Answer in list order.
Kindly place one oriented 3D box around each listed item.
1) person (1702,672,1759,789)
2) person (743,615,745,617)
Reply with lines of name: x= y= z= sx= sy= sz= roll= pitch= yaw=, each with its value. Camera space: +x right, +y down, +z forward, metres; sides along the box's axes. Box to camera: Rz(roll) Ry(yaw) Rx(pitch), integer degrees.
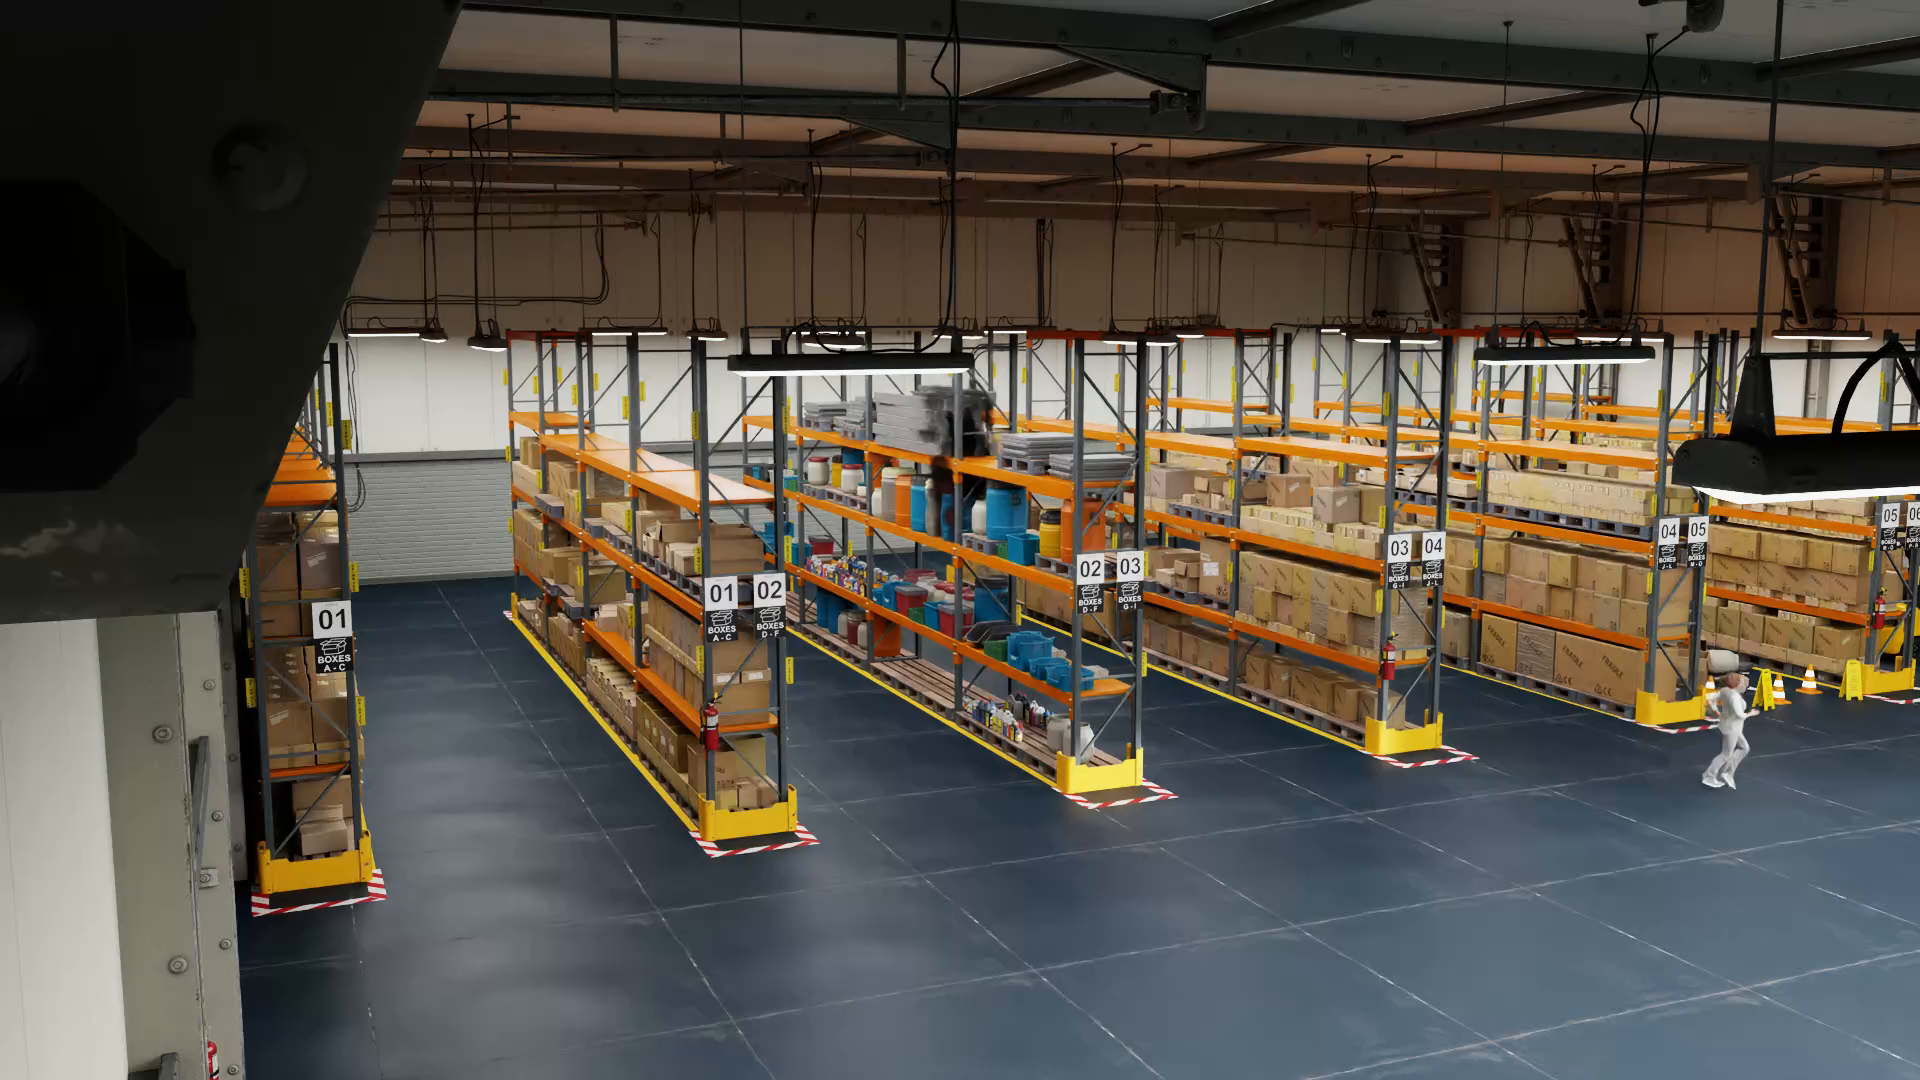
person: x=10.257 y=2.542 z=22.118 sx=0.672 sy=1.611 sz=0.507 roll=1 pitch=8 yaw=11
person: x=-4.098 y=1.462 z=29.557 sx=0.710 sy=1.742 sz=0.799 roll=-5 pitch=9 yaw=-35
